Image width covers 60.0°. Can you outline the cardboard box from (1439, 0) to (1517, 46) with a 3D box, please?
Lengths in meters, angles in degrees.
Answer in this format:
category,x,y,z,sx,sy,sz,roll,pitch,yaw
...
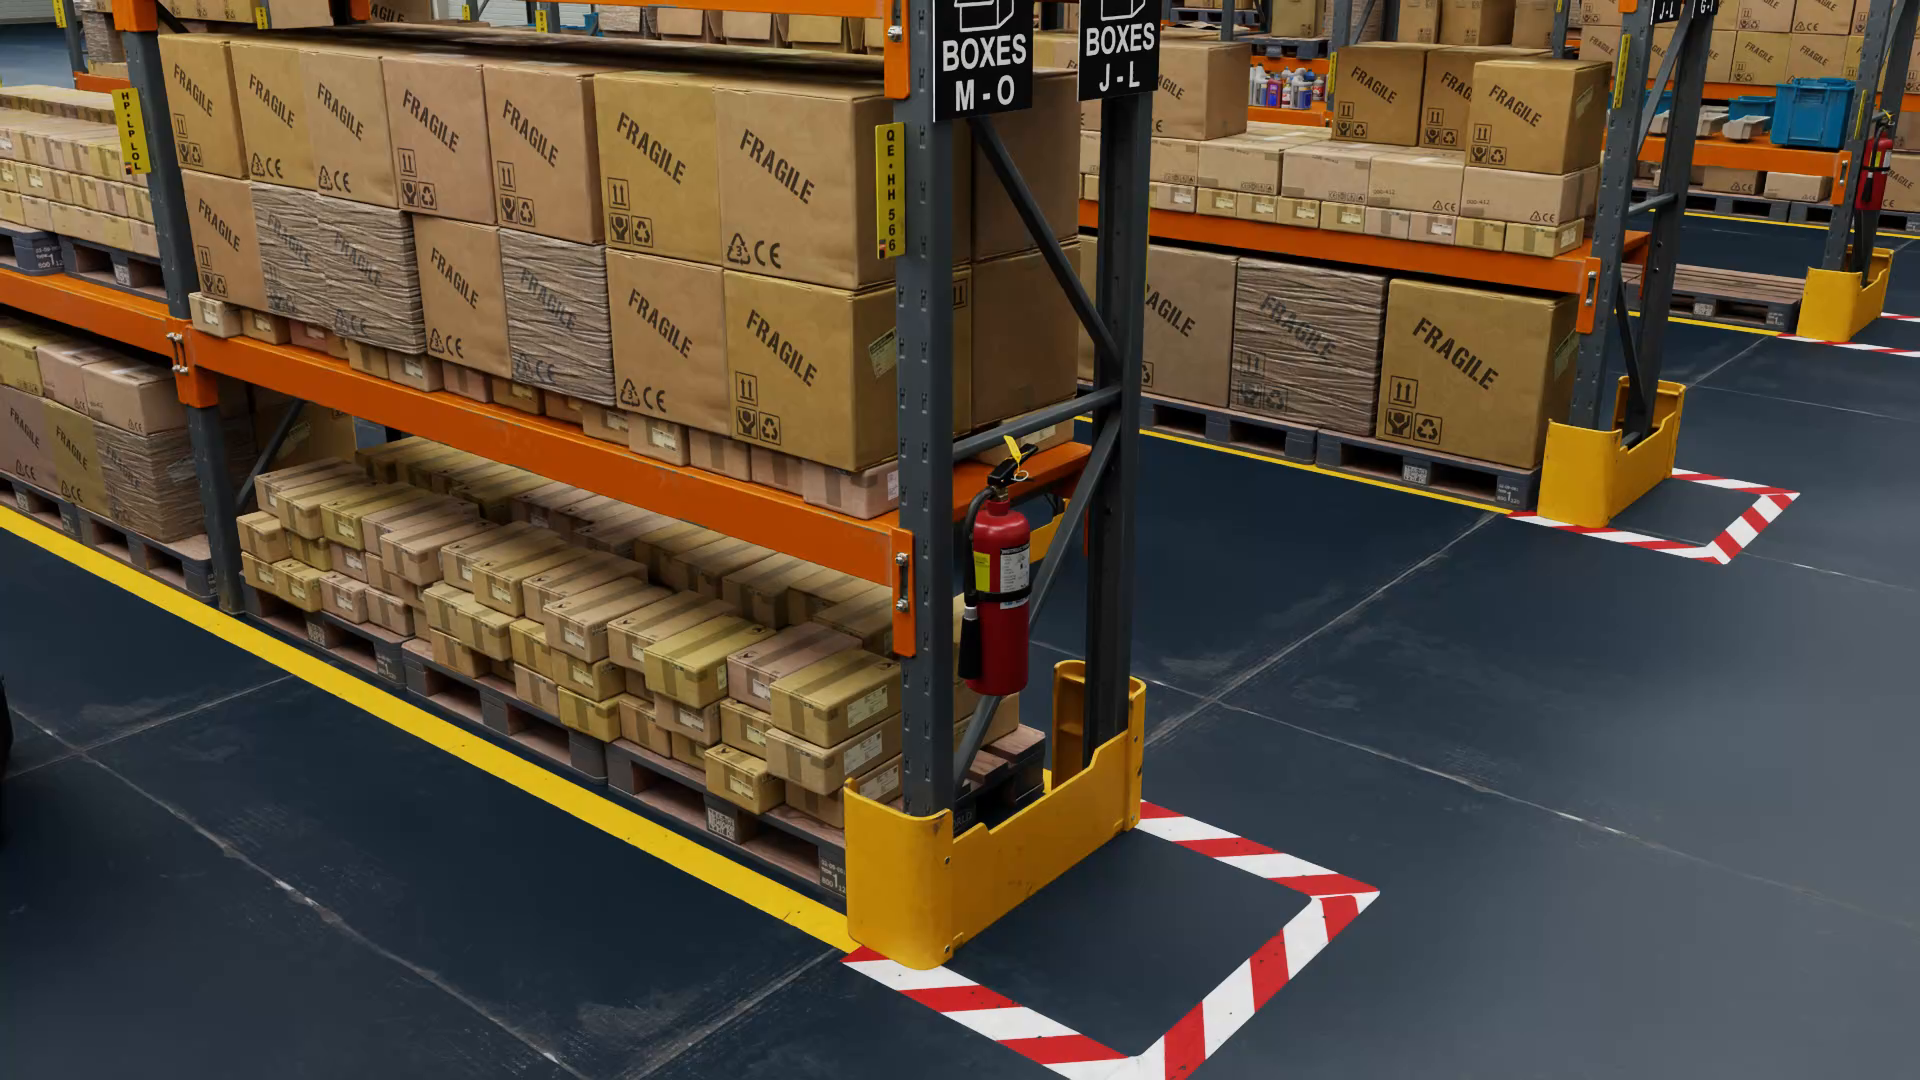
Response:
category,x,y,z,sx,sy,sz,roll,pitch,yaw
cardboard box,5.779,-5.800,18.562,0.700,0.500,0.500,-17,27,-38

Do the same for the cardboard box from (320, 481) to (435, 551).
category,x,y,z,sx,sy,sz,roll,pitch,yaw
cardboard box,-2.365,-0.101,6.786,0.250,0.149,0.380,16,26,36

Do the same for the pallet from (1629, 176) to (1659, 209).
category,x,y,z,sx,sy,sz,roll,pitch,yaw
pallet,7.109,-3.796,17.935,1.213,0.211,1.003,16,26,36

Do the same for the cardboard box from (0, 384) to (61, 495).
category,x,y,z,sx,sy,sz,roll,pitch,yaw
cardboard box,-4.428,-0.567,8.368,0.500,0.500,0.500,15,26,35

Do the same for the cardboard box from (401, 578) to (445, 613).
category,x,y,z,sx,sy,sz,roll,pitch,yaw
cardboard box,-1.955,0.158,6.521,0.250,0.149,0.380,18,27,39

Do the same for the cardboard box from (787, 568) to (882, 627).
category,x,y,z,sx,sy,sz,roll,pitch,yaw
cardboard box,-0.400,0.208,5.967,0.250,0.149,0.380,16,26,36

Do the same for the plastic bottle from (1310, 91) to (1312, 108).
category,x,y,z,sx,sy,sz,roll,pitch,yaw
plastic bottle,2.997,-3.846,14.397,0.097,0.201,0.097,0,21,0

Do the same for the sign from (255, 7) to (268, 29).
category,x,y,z,sx,sy,sz,roll,pitch,yaw
sign,-6.224,-4.587,14.854,0.005,0.325,0.100,16,26,36

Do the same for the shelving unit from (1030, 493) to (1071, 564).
category,x,y,z,sx,sy,sz,roll,pitch,yaw
shelving unit,-0.059,-0.719,7.949,1.083,1.500,0.587,16,26,36

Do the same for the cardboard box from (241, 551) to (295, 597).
category,x,y,z,sx,sy,sz,roll,pitch,yaw
cardboard box,-2.825,0.093,7.116,0.250,0.149,0.380,15,25,34

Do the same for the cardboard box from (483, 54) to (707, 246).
category,x,y,z,sx,sy,sz,roll,pitch,yaw
cardboard box,-1.118,-1.236,5.214,0.500,0.500,0.500,18,27,39

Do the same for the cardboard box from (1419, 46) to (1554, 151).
category,x,y,z,sx,sy,sz,roll,pitch,yaw
cardboard box,2.821,-2.367,8.922,0.500,0.500,0.500,15,26,35

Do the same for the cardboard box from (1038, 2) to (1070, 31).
category,x,y,z,sx,sy,sz,roll,pitch,yaw
cardboard box,1.372,-6.793,21.788,0.500,0.500,0.500,18,27,40

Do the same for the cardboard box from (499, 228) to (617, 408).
category,x,y,z,sx,sy,sz,roll,pitch,yaw
cardboard box,-1.110,-0.764,5.380,0.500,0.500,0.500,16,26,36

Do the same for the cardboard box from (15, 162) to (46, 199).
category,x,y,z,sx,sy,sz,roll,pitch,yaw
cardboard box,-4.148,-1.699,7.763,0.250,0.149,0.380,14,25,34

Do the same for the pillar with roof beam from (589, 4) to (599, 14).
category,x,y,z,sx,sy,sz,roll,pitch,yaw
pillar with roof beam,-10.520,-13.674,31.676,0.400,9.000,9.100,16,26,36

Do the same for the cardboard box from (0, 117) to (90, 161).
category,x,y,z,sx,sy,sz,roll,pitch,yaw
cardboard box,-4.347,-1.898,7.869,0.250,0.149,0.380,15,25,34

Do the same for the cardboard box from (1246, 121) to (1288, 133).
category,x,y,z,sx,sy,sz,roll,pitch,yaw
cardboard box,1.617,-2.361,9.968,0.500,0.250,0.500,17,26,37

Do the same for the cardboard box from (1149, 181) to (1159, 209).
category,x,y,z,sx,sy,sz,roll,pitch,yaw
cardboard box,1.141,-2.040,9.683,0.250,0.149,0.380,16,26,36

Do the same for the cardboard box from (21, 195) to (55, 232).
category,x,y,z,sx,sy,sz,roll,pitch,yaw
cardboard box,-4.143,-1.558,7.808,0.250,0.149,0.380,15,25,34

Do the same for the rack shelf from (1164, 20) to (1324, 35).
category,x,y,z,sx,sy,sz,roll,pitch,yaw
rack shelf,5.058,-7.611,25.120,4.000,0.370,1.077,16,26,36

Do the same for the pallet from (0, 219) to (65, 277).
category,x,y,z,sx,sy,sz,roll,pitch,yaw
pallet,-4.443,-1.586,8.395,1.213,0.211,1.003,16,26,36

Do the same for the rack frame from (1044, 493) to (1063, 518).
category,x,y,z,sx,sy,sz,roll,pitch,yaw
rack frame,0.328,-0.607,7.653,0.032,1.500,0.500,16,26,36

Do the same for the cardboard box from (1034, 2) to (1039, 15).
category,x,y,z,sx,sy,sz,roll,pitch,yaw
cardboard box,1.389,-8.803,27.444,0.500,0.250,0.500,16,26,35

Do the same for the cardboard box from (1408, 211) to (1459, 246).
category,x,y,z,sx,sy,sz,roll,pitch,yaw
cardboard box,2.528,-1.641,8.624,0.250,0.149,0.380,16,26,36

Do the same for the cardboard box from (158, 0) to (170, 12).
category,x,y,z,sx,sy,sz,roll,pitch,yaw
cardboard box,-7.570,-5.346,16.114,0.500,0.500,0.500,16,26,36

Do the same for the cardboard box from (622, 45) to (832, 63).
category,x,y,z,sx,sy,sz,roll,pitch,yaw
cardboard box,-0.769,-1.381,5.598,0.500,0.500,0.500,15,26,35

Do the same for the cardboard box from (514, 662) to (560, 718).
category,x,y,z,sx,sy,sz,roll,pitch,yaw
cardboard box,-1.394,0.486,6.074,0.250,0.149,0.380,17,26,37

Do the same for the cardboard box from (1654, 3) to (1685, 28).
category,x,y,z,sx,sy,sz,roll,pitch,yaw
cardboard box,7.164,-5.472,16.868,0.500,0.500,0.500,15,25,35

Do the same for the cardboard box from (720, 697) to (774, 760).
category,x,y,z,sx,sy,sz,roll,pitch,yaw
cardboard box,-0.563,0.564,5.445,0.250,0.149,0.380,15,26,35

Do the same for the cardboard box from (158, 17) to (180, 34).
category,x,y,z,sx,sy,sz,roll,pitch,yaw
cardboard box,-7.374,-4.963,16.515,0.500,0.500,0.875,16,26,36

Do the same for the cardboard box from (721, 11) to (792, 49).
category,x,y,z,sx,sy,sz,roll,pitch,yaw
cardboard box,-1.205,-3.494,11.619,0.637,0.503,0.797,17,27,38

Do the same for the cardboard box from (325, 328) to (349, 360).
category,x,y,z,sx,sy,sz,roll,pitch,yaw
cardboard box,-2.198,-0.799,6.392,0.250,0.149,0.380,15,25,34

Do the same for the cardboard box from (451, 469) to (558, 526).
category,x,y,z,sx,sy,sz,roll,pitch,yaw
cardboard box,-1.891,-0.167,6.963,0.250,0.149,0.380,17,27,38

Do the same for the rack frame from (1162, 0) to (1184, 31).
category,x,y,z,sx,sy,sz,roll,pitch,yaw
rack frame,3.509,-8.394,26.176,0.127,3.000,1.000,16,26,36

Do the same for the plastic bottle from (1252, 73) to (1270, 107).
category,x,y,z,sx,sy,sz,roll,pitch,yaw
plastic bottle,2.650,-3.924,14.499,0.135,0.276,0.152,16,26,36

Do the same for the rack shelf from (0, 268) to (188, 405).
category,x,y,z,sx,sy,sz,roll,pitch,yaw
rack shelf,-4.453,-1.323,8.446,4.000,0.370,1.077,16,26,36

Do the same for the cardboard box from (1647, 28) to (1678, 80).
category,x,y,z,sx,sy,sz,roll,pitch,yaw
cardboard box,7.199,-4.999,17.033,0.500,0.500,0.500,17,26,37

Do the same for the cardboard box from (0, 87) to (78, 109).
category,x,y,z,sx,sy,sz,roll,pitch,yaw
cardboard box,-5.140,-2.423,9.260,0.250,0.149,0.380,16,26,36

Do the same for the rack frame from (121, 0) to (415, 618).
category,x,y,z,sx,sy,sz,roll,pitch,yaw
rack frame,-2.904,-1.214,7.136,0.127,3.000,1.000,16,26,36

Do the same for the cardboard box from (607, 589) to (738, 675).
category,x,y,z,sx,sy,sz,roll,pitch,yaw
cardboard box,-0.975,0.319,5.673,0.250,0.149,0.380,15,25,34

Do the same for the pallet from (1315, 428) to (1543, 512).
category,x,y,z,sx,sy,sz,roll,pitch,yaw
pallet,2.741,-0.507,9.213,1.213,0.211,1.003,16,26,36

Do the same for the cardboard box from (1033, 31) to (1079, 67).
category,x,y,z,sx,sy,sz,roll,pitch,yaw
cardboard box,0.520,-2.790,10.044,0.500,0.500,0.500,16,26,36

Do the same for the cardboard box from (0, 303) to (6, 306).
category,x,y,z,sx,sy,sz,roll,pitch,yaw
cardboard box,-5.229,-1.151,8.853,0.500,0.250,0.500,16,26,36

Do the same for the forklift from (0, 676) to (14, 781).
category,x,y,z,sx,sy,sz,roll,pitch,yaw
forklift,-4.705,-0.253,4.685,3.031,2.935,1.130,-8,22,-20

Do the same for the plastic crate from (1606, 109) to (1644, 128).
category,x,y,z,sx,sy,sz,roll,pitch,yaw
plastic crate,5.107,-3.231,12.773,0.250,0.136,0.298,16,26,36

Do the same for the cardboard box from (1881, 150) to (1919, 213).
category,x,y,z,sx,sy,sz,roll,pitch,yaw
cardboard box,9.099,-3.452,15.990,0.500,0.500,0.500,16,26,36

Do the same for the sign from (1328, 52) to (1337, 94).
category,x,y,z,sx,sy,sz,roll,pitch,yaw
sign,3.093,-3.881,13.815,0.005,0.325,0.100,16,26,36

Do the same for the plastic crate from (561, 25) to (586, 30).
category,x,y,z,sx,sy,sz,roll,pitch,yaw
plastic crate,-4.778,-6.332,20.920,0.408,0.251,0.499,16,26,36

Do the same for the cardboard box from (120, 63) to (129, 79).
category,x,y,z,sx,sy,sz,roll,pitch,yaw
cardboard box,-8.343,-4.807,17.020,0.250,0.149,0.380,16,26,36

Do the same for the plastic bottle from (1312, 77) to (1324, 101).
category,x,y,z,sx,sy,sz,roll,pitch,yaw
plastic bottle,3.224,-4.057,14.957,0.097,0.201,0.097,0,21,0

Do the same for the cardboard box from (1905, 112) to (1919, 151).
category,x,y,z,sx,sy,sz,roll,pitch,yaw
cardboard box,11.812,-4.984,20.081,0.500,0.500,0.700,16,26,36

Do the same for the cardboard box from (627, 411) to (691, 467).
category,x,y,z,sx,sy,sz,roll,pitch,yaw
cardboard box,-0.821,-0.367,5.247,0.250,0.149,0.380,17,26,38
